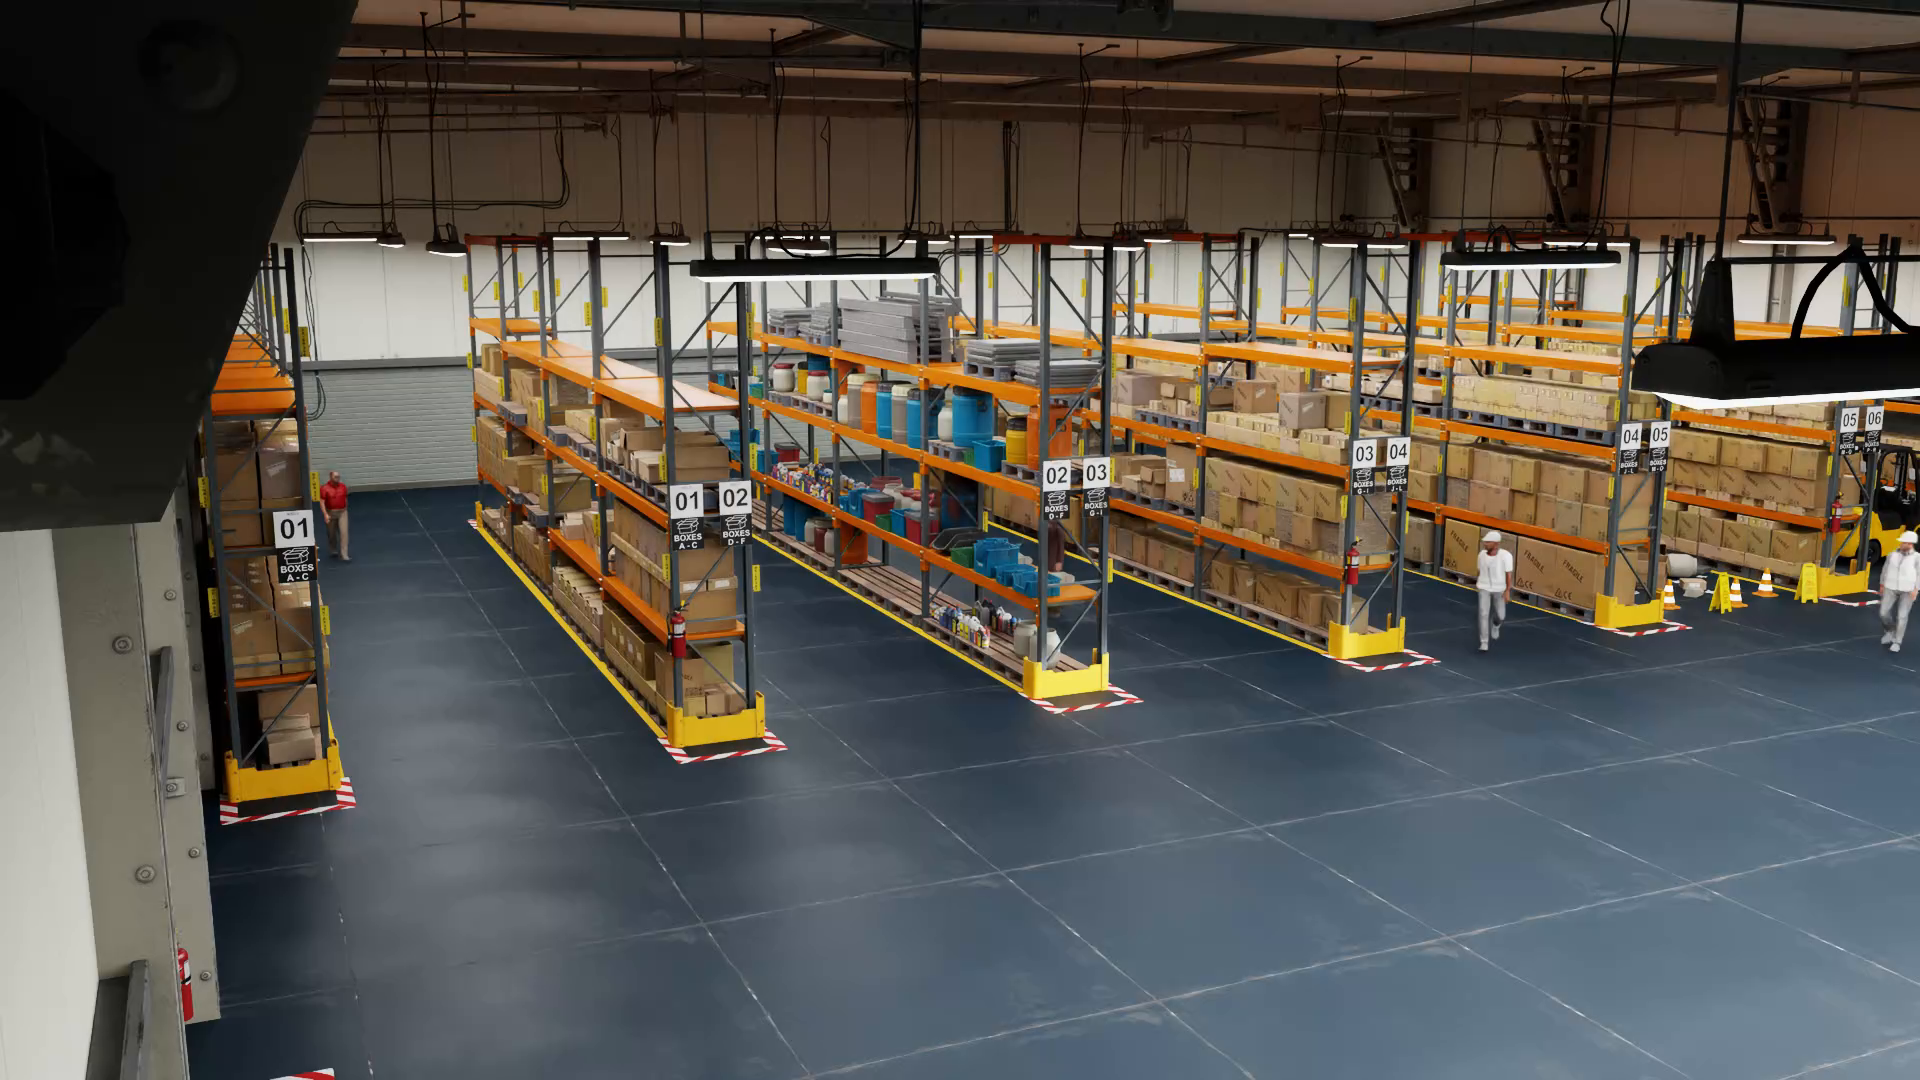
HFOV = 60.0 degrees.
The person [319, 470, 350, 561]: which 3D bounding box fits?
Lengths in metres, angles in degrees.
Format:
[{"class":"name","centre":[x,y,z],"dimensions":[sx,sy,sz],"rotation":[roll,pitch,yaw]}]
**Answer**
[{"class":"person","centre":[-11.706,-0.468,31.121],"dimensions":[0.505,1.684,1.032],"rotation":[-4,12,-20]}]

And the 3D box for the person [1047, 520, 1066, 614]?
[{"class":"person","centre":[1.493,0.297,26.715],"dimensions":[0.348,1.708,0.596],"rotation":[-1,11,-5]}]

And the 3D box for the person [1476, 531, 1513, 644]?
[{"class":"person","centre":[7.933,0.687,24.775],"dimensions":[0.499,1.693,0.597],"rotation":[2,11,12]}]

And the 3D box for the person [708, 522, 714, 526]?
[{"class":"person","centre":[-4.795,-0.555,31.047],"dimensions":[0.686,1.661,0.690],"rotation":[-4,12,-19]}]

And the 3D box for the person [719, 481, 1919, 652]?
[{"class":"person","centre":[5.723,0.458,22.398],"dimensions":[11.060,3.185,13.916],"rotation":[8,14,36]}]
